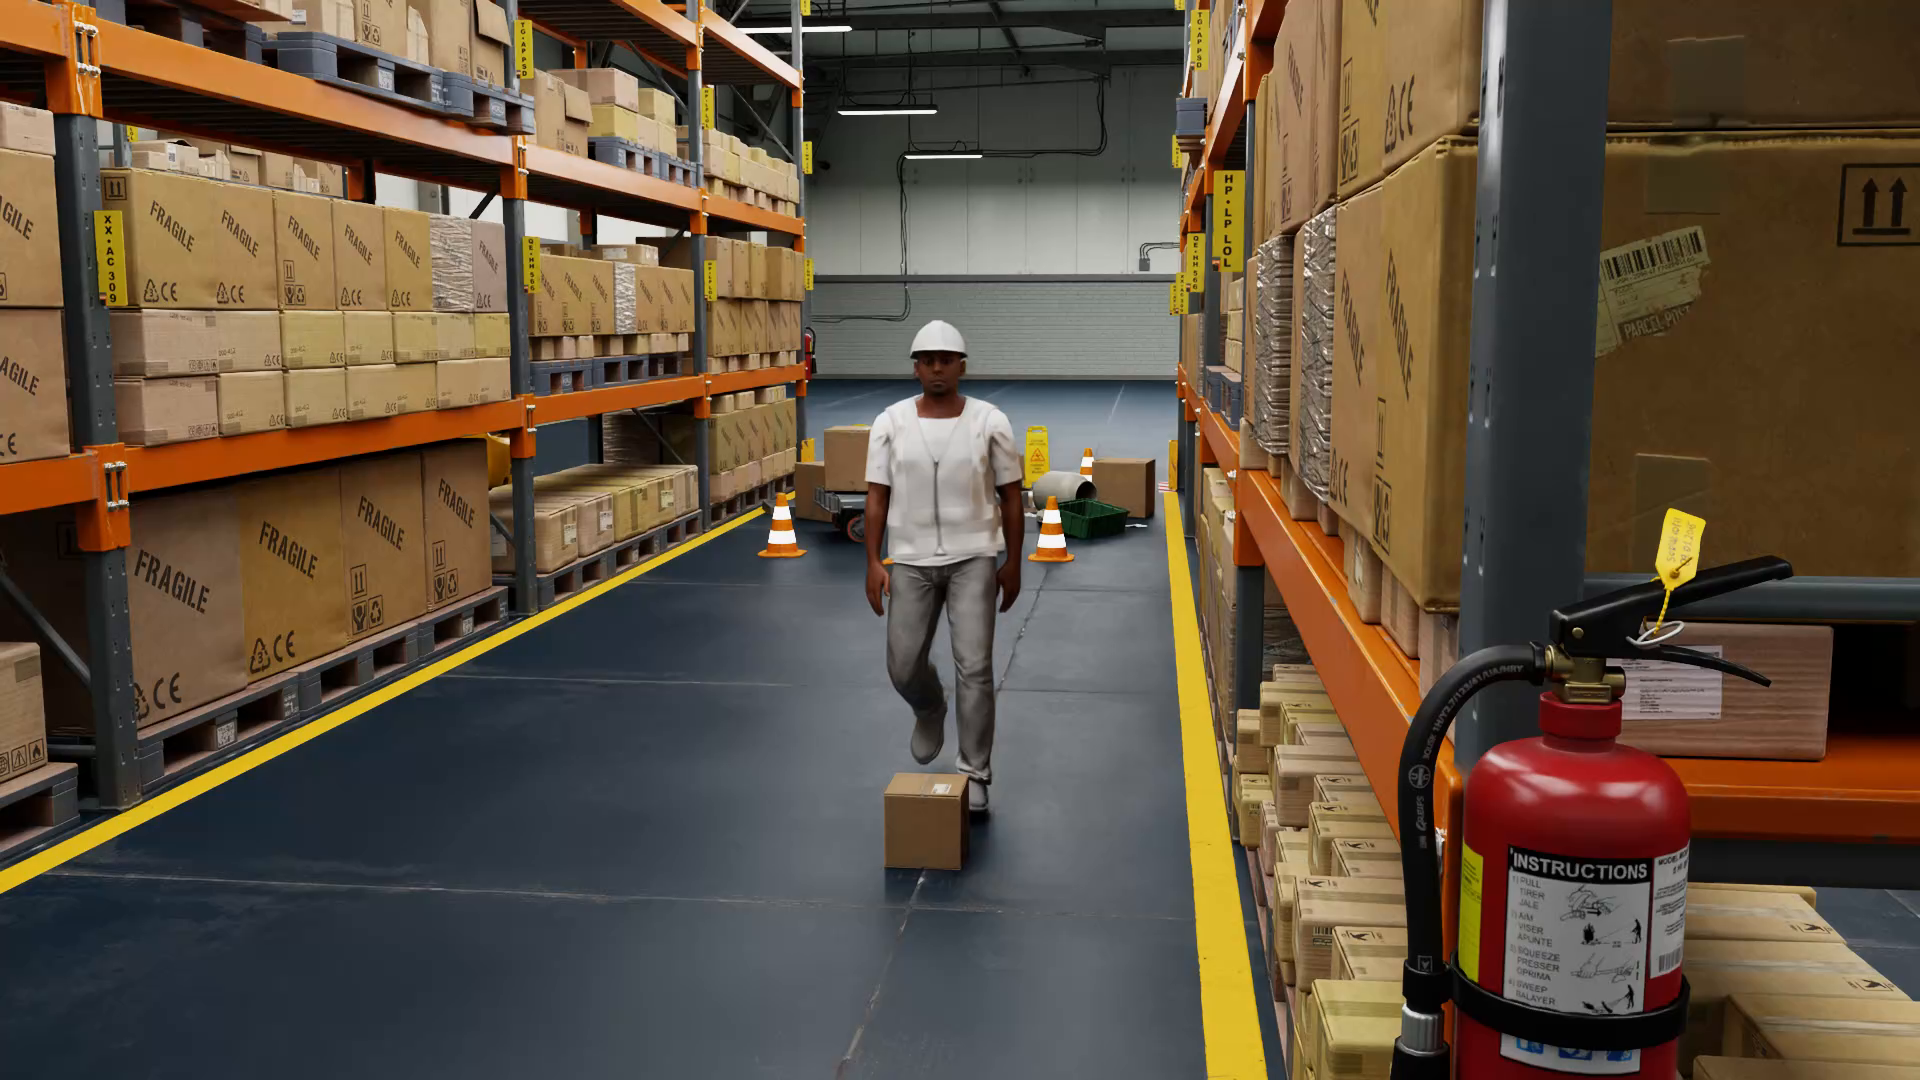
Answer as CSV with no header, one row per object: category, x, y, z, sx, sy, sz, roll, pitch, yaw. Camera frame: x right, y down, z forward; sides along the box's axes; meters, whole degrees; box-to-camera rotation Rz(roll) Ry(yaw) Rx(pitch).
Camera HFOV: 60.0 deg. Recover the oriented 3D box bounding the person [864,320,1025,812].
person,-0.062,0.076,6.093,0.588,1.747,0.735,1,8,8
